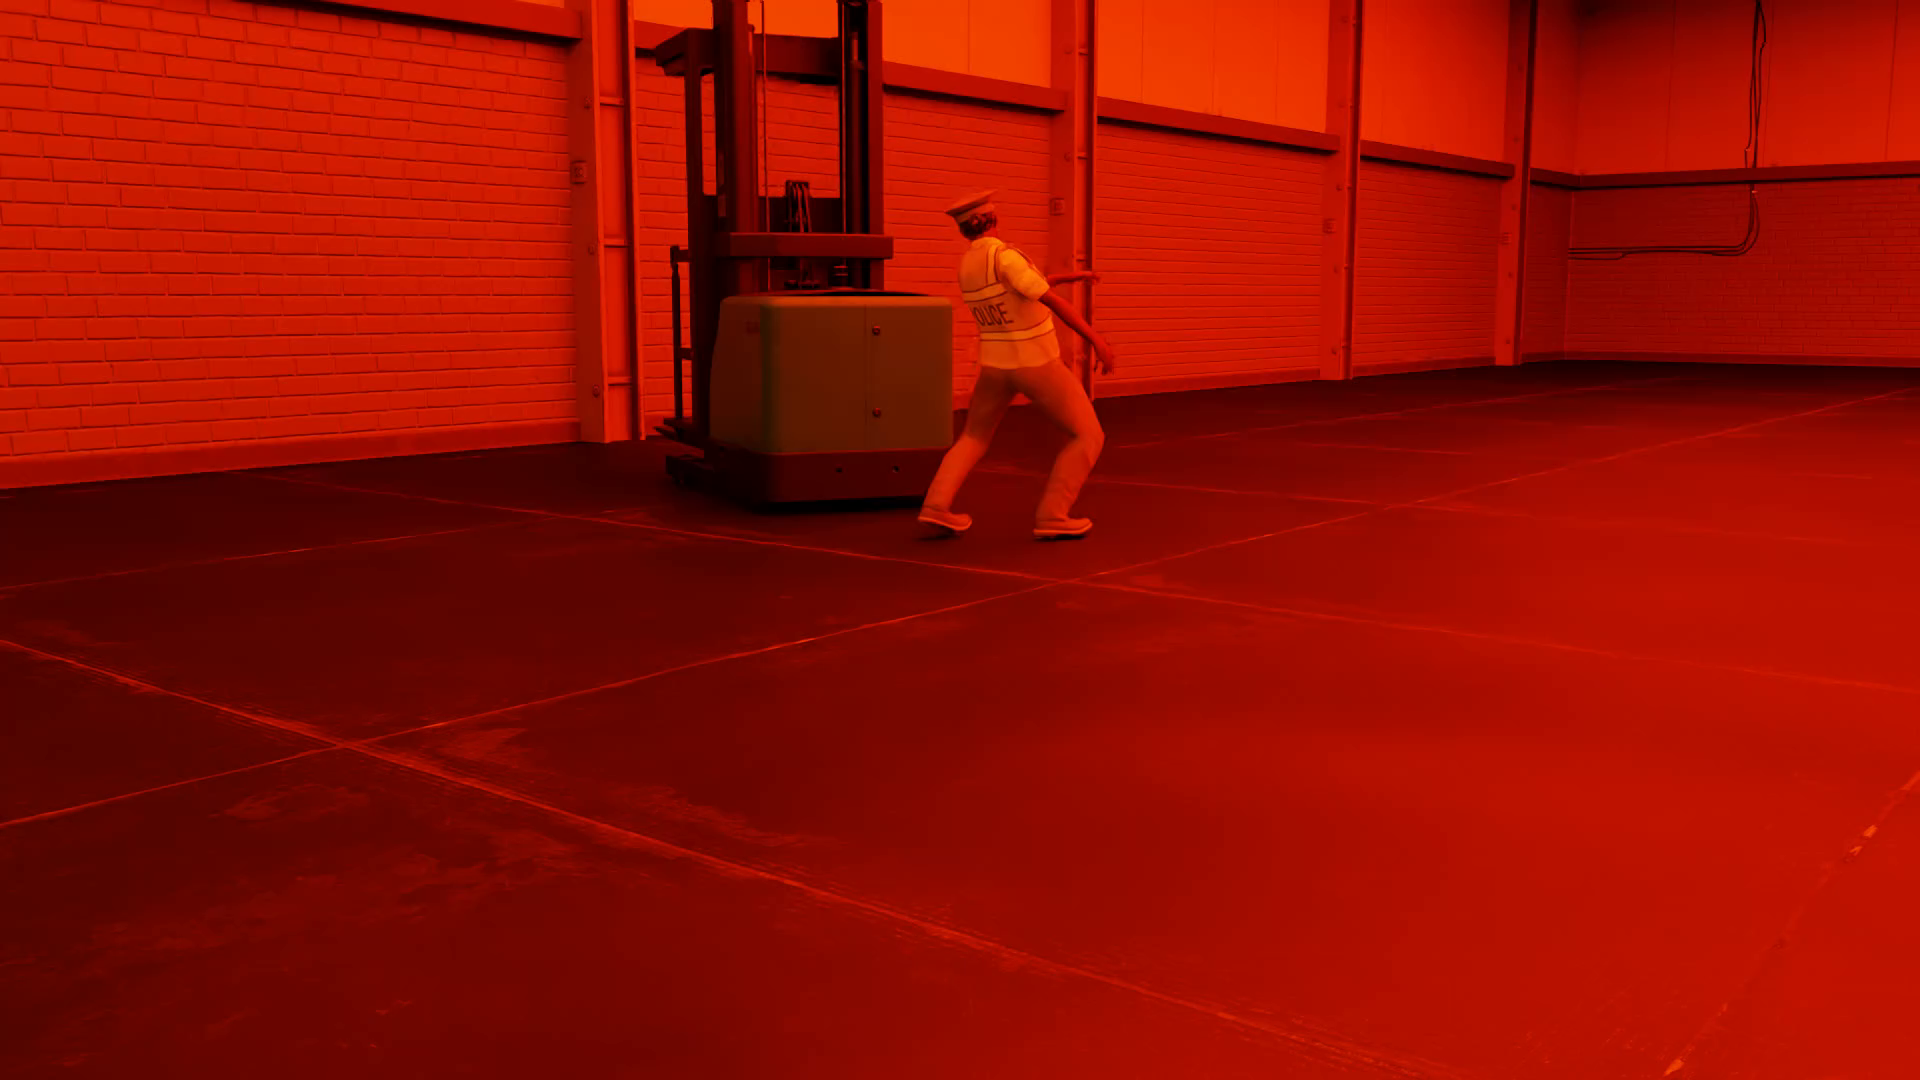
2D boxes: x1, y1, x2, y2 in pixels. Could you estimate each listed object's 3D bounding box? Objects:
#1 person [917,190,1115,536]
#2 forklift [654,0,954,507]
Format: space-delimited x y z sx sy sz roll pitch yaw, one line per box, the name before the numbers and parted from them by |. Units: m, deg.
person | 0.348 -0.785 7.420 0.789 1.524 0.830 7 11 40
forklift | -1.080 -1.789 9.508 1.130 2.935 3.031 -4 9 -24
